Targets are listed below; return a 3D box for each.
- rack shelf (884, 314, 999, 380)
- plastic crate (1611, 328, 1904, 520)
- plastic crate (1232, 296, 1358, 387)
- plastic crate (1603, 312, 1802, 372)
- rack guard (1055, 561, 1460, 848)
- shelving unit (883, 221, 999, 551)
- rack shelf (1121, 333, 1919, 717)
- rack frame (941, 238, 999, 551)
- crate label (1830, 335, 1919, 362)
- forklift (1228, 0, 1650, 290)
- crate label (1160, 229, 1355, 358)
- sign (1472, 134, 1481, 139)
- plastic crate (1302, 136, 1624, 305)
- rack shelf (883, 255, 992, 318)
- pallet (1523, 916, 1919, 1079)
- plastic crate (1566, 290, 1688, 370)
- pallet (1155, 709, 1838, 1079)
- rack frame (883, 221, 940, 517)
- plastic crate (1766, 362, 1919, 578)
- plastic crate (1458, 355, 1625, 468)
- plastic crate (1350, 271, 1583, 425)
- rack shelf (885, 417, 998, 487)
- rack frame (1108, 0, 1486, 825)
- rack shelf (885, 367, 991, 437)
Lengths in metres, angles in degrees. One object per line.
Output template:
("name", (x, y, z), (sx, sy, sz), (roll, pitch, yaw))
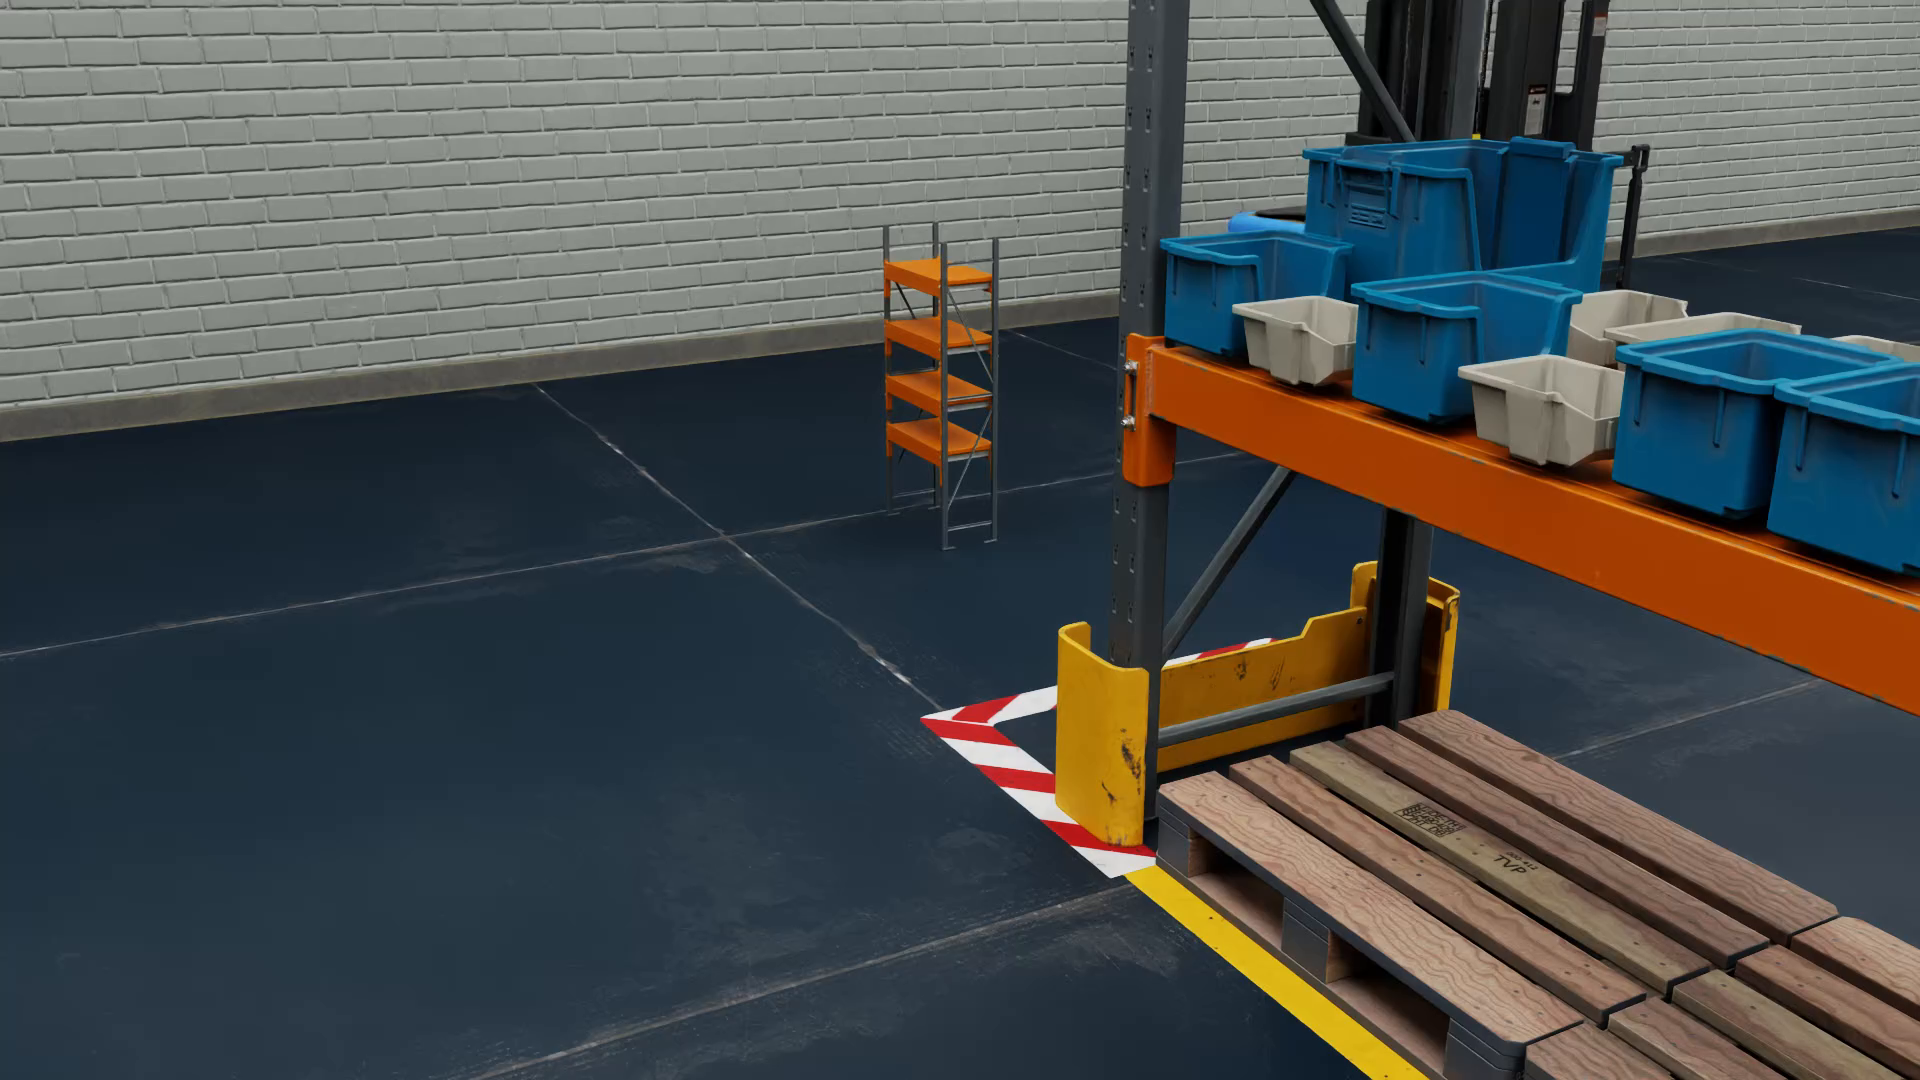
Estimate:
("rack shelf", (-0.079, -0.763, 6.522), (0.258, 0.148, 0.480), (-10, 21, -27))
("plastic crate", (1.308, -0.196, 2.764), (0.416, 0.233, 0.300), (-10, 21, -27))
("plastic crate", (0.763, -0.423, 3.571), (0.250, 0.136, 0.298), (-10, 21, -27))
("plastic crate", (1.527, -0.358, 3.384), (0.396, 0.136, 0.243), (-10, 21, -27))
("rack guard", (0.833, 0.431, 4.617), (1.175, 0.500, 0.348), (-10, 21, -27))
("shelving unit", (-0.079, -0.615, 6.573), (0.258, 1.200, 0.503), (-10, 21, -27))
("rack shelf", (1.805, 0.168, 2.649), (1.077, 0.370, 4.000), (-10, 21, -27))
("rack frame", (0.037, -0.545, 6.370), (0.240, 1.200, 0.015), (-10, 21, -27))
("crate label", (1.681, -0.282, 3.163), (0.396, 0.136, 0.243), (-10, 21, -27))
("forklift", (2.726, -2.051, 8.083), (3.031, 2.935, 1.130), (-13, 23, -34))
("crate label", (0.683, -0.574, 3.860), (0.416, 0.233, 0.303), (-10, 21, -27))
("sign", (1.332, -0.913, 4.429), (0.100, 0.325, 0.005), (-10, 21, -27))
("plastic crate", (1.179, -0.724, 3.985), (0.616, 0.435, 0.499), (-10, 21, -27))
("rack shelf", (-0.079, -0.986, 6.445), (0.258, 0.148, 0.480), (-10, 21, -27))
("pallet", (1.789, 1.165, 2.933), (1.003, 0.211, 1.213), (-10, 21, -27))
("plastic crate", (1.402, -0.444, 3.631), (0.396, 0.136, 0.243), (-10, 21, -27))
("pallet", (1.213, 0.815, 3.947), (1.003, 0.211, 1.213), (-10, 21, -27))
("rack frame", (-0.194, -0.685, 6.776), (0.240, 1.200, 0.015), (-10, 21, -27))
("plastic crate", (1.451, -0.109, 2.515), (0.416, 0.233, 0.300), (-10, 21, -27))
("plastic crate", (1.085, -0.228, 3.007), (0.250, 0.136, 0.298), (-10, 21, -27))
("plastic crate", (0.996, -0.385, 3.312), (0.416, 0.233, 0.300), (-10, 21, -27))
("rack shelf", (-0.079, -0.363, 6.660), (0.258, 0.148, 0.480), (-10, 21, -27))
("rack frame", (0.856, -0.746, 4.195), (1.000, 3.000, 0.127), (-10, 21, -27))
("rack shelf", (-0.079, -0.551, 6.595), (0.258, 0.148, 0.480), (-10, 21, -27))
